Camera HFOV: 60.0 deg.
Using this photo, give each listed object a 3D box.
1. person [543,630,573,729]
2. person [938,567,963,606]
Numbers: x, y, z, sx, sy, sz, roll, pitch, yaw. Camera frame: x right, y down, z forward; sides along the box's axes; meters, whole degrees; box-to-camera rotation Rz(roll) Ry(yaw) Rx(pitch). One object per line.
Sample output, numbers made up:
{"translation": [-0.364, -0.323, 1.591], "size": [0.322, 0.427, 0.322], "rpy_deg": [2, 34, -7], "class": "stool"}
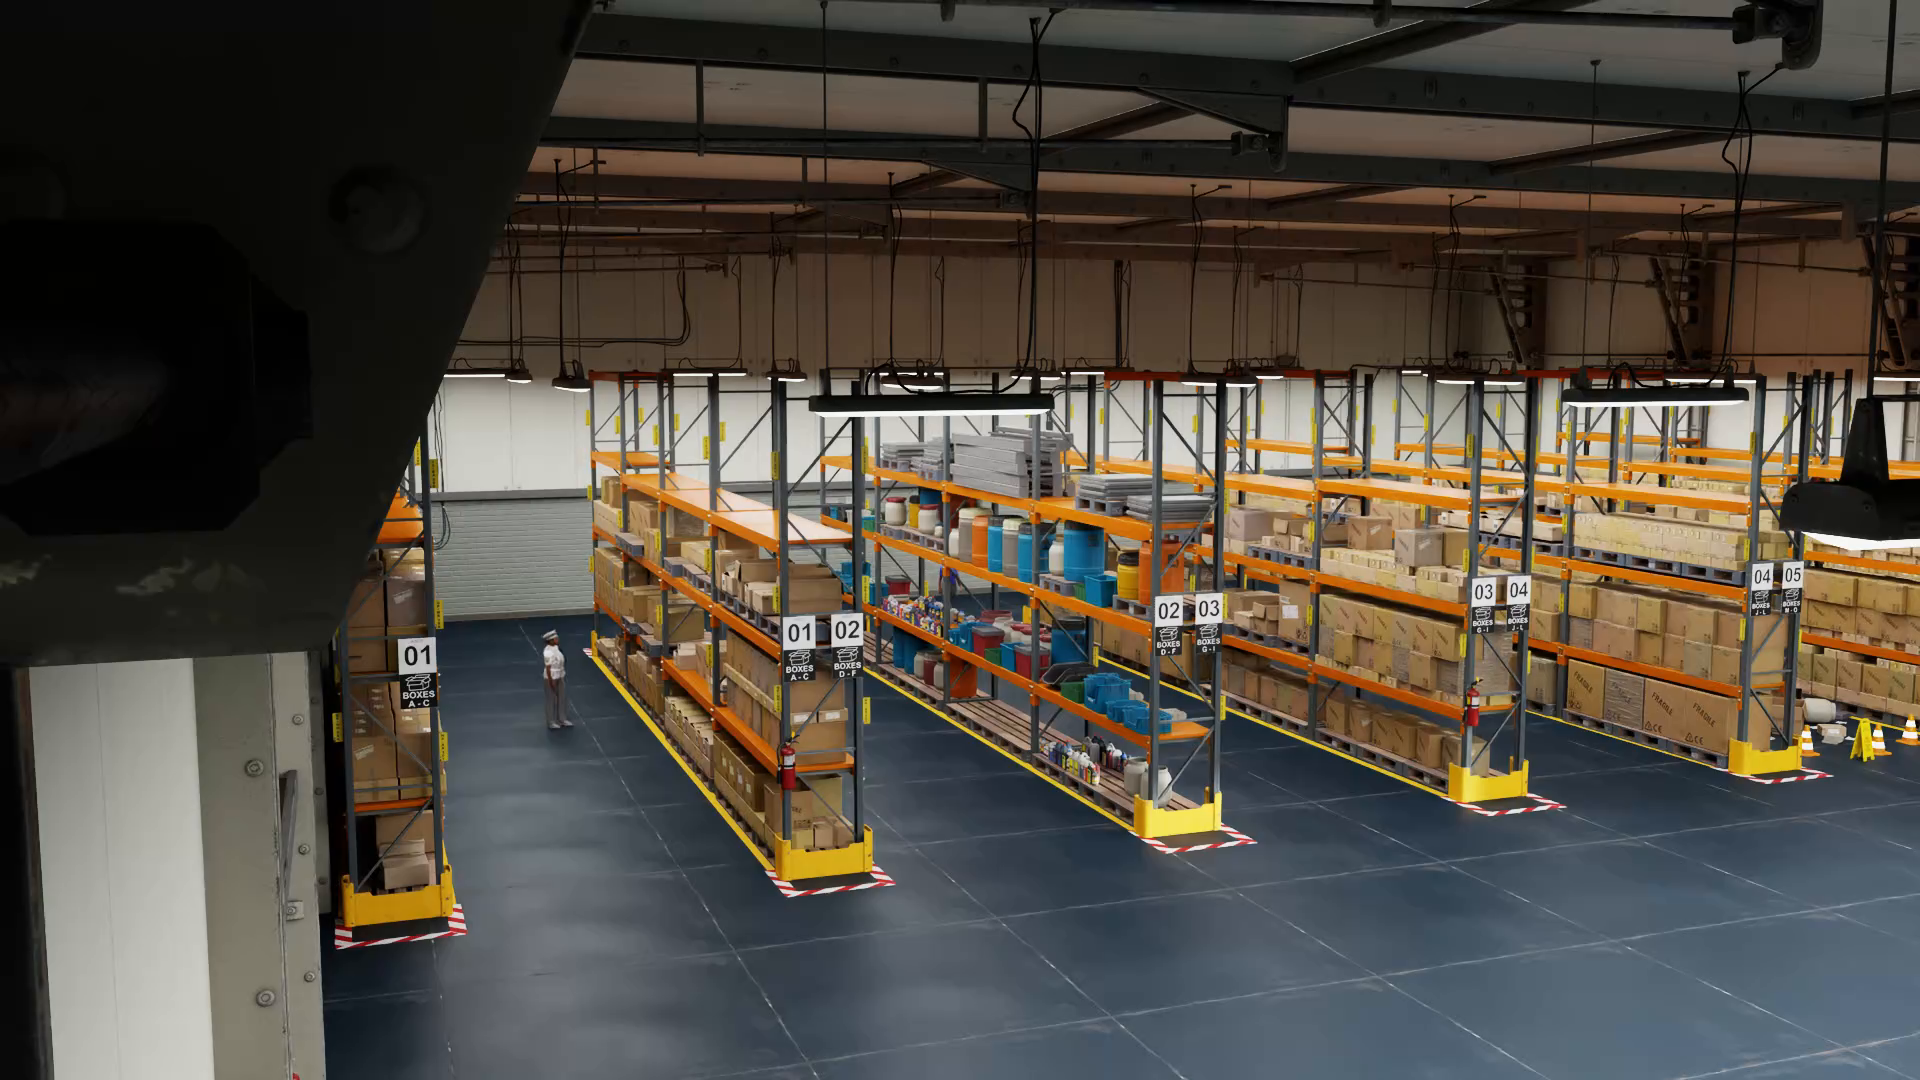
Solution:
{"translation": [-6.863, 2.355, 28.211], "size": [0.364, 1.694, 0.513], "rpy_deg": [3, 7, 24], "class": "person"}
{"translation": [-0.225, 1.155, 39.202], "size": [0.465, 1.586, 0.994], "rpy_deg": [-3, 7, -25], "class": "person"}
